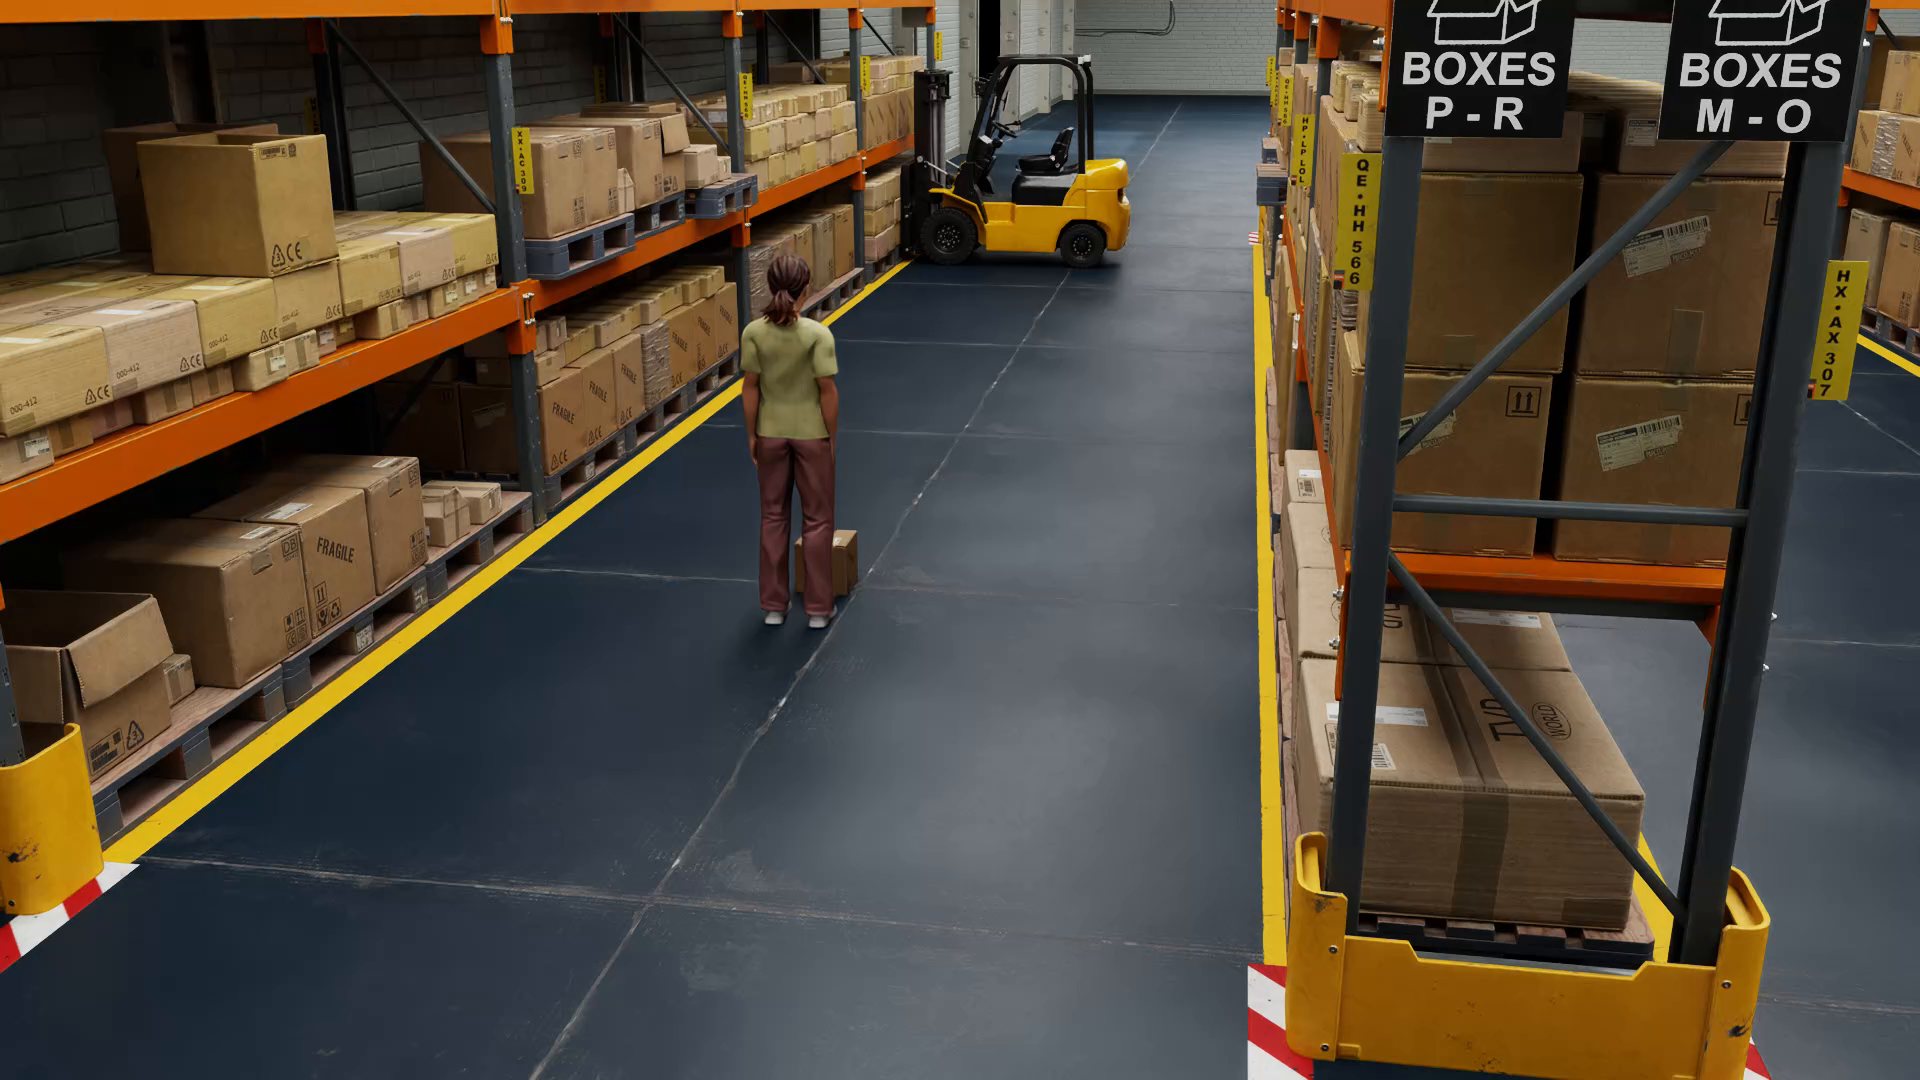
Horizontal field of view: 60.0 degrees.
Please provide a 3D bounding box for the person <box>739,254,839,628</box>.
[{"bbox_3d":[-0.734,-0.429,7.378,0.441,1.680,0.383,3,18,10],"label":"person"}]
